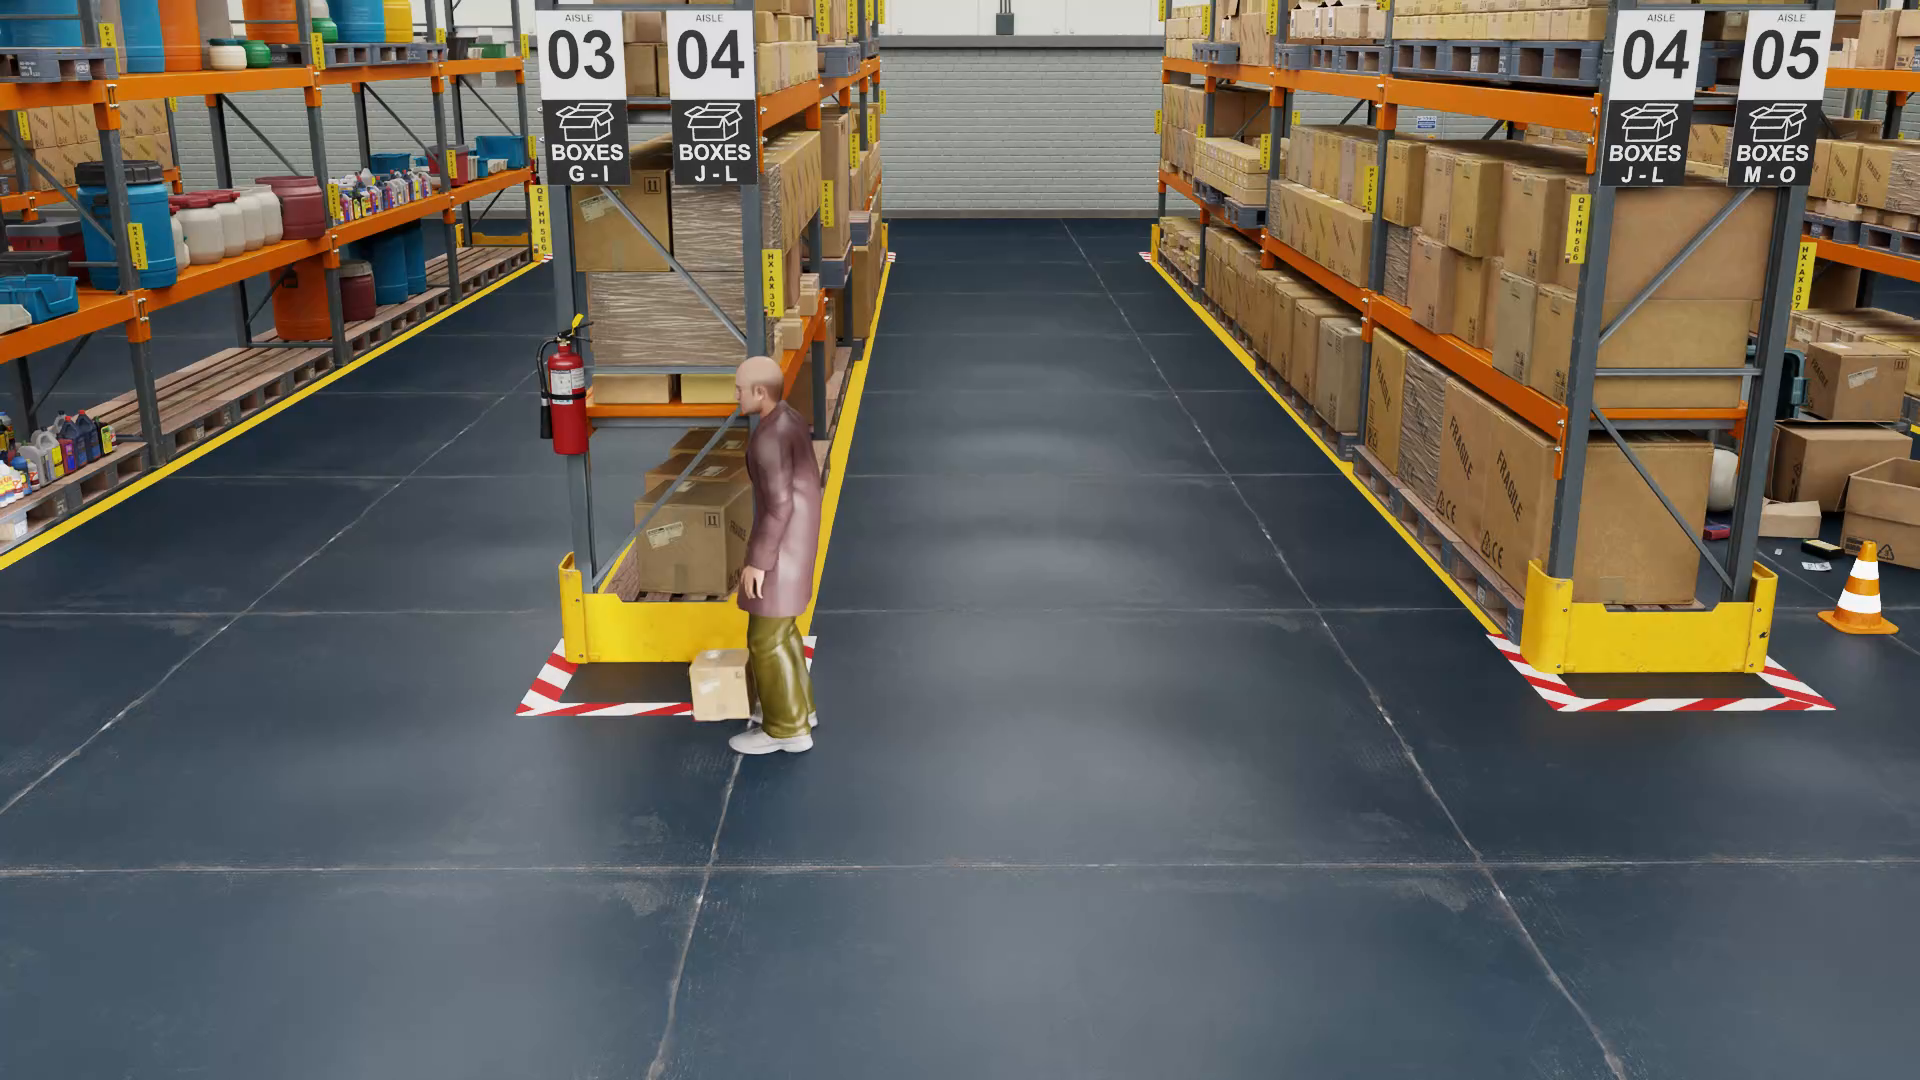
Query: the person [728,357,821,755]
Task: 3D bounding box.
[{"bbox_3d":[-0.824,0.068,7.347,0.427,1.773,0.652,0,17,1],"label":"person"}]
